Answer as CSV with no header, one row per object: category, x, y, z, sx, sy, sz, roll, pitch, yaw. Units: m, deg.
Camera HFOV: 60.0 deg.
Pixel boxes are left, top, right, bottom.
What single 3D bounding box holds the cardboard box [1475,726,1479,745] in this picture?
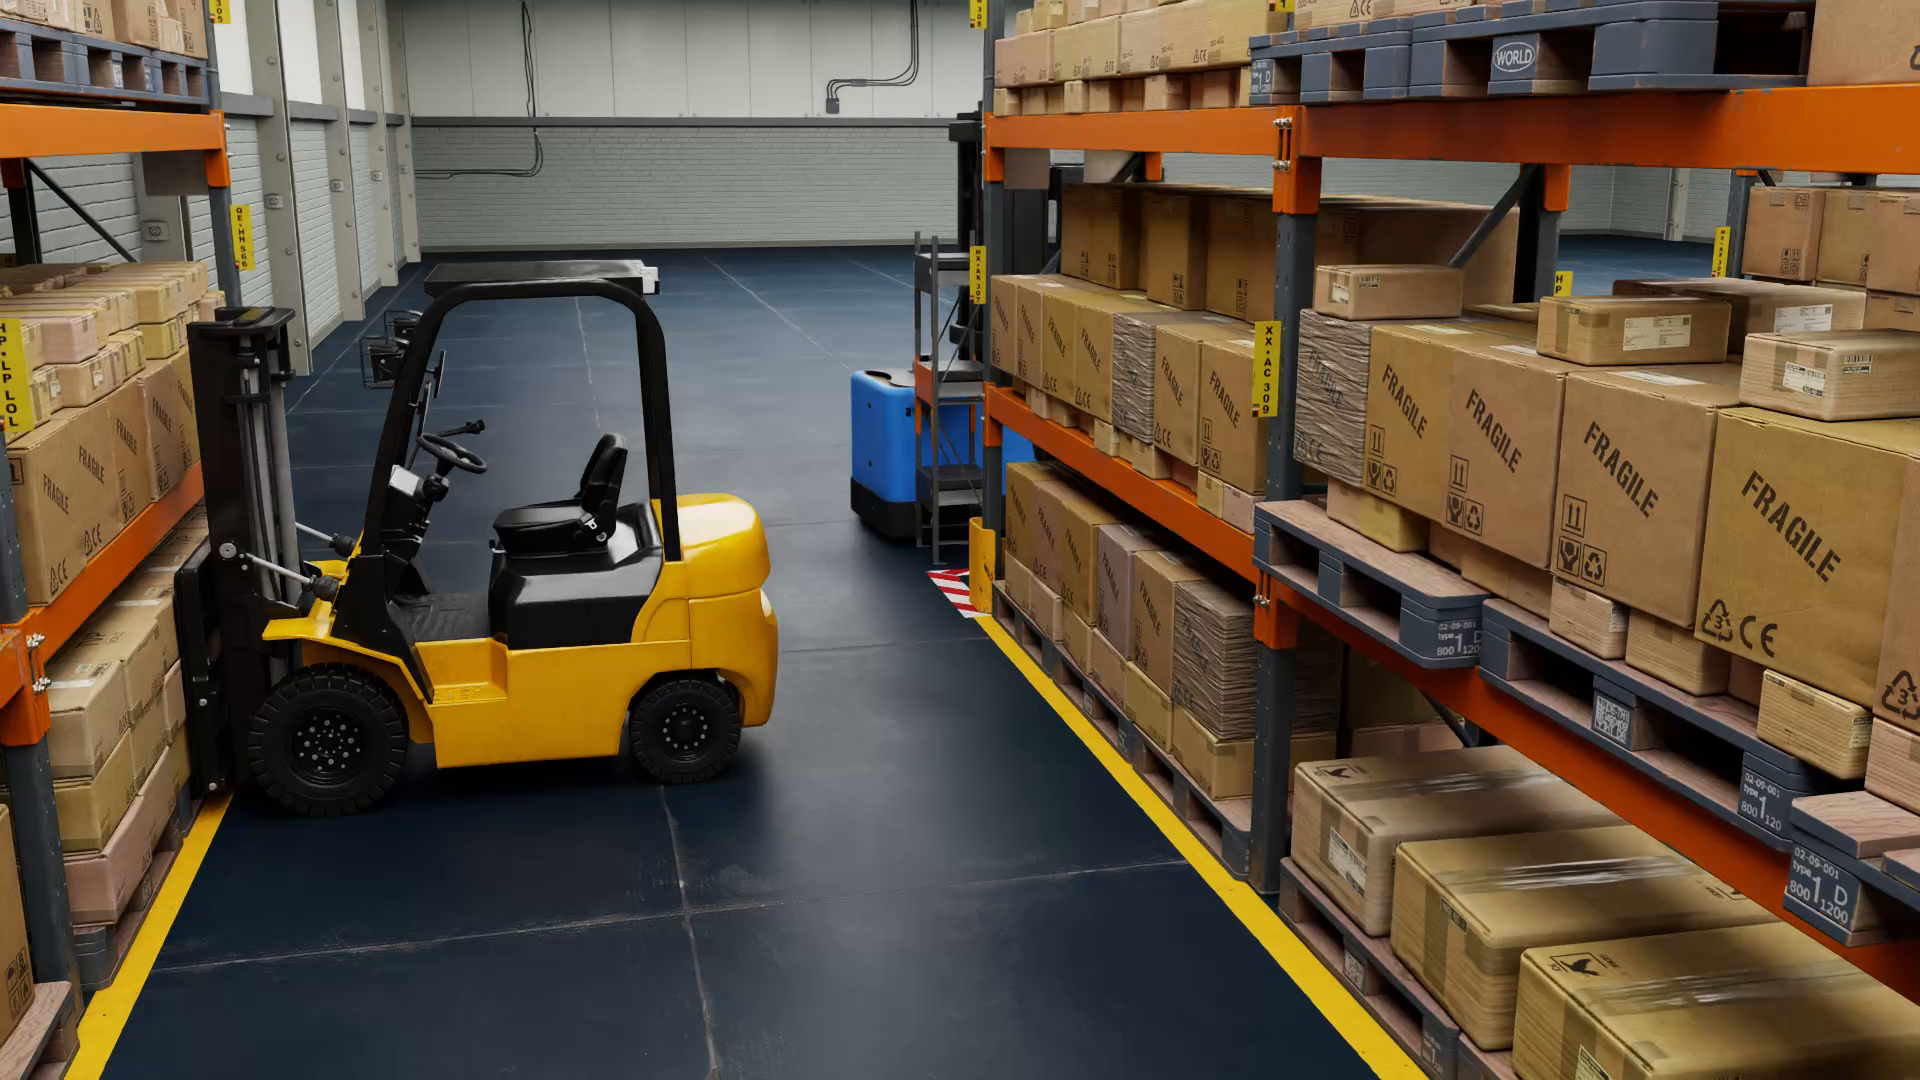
cardboard box,2.643,0.698,7.512,0.500,0.500,0.500,7,15,26

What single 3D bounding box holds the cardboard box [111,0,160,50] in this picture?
cardboard box,-3.708,-2.265,6.753,0.700,0.500,0.500,-3,14,-13

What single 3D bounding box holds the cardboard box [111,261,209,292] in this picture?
cardboard box,-3.903,-1.275,8.120,0.380,0.149,0.250,-3,14,-13

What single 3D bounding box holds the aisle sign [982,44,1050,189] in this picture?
aisle sign,0.316,-2.375,9.350,0.394,0.787,0.004,-3,14,-13

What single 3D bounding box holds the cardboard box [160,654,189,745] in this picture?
cardboard box,-3.293,0.613,6.454,0.500,0.250,0.500,-3,14,-14

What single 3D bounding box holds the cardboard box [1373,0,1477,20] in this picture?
cardboard box,1.439,-1.506,4.384,0.500,0.250,0.500,-3,14,-14

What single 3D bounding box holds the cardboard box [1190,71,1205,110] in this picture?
cardboard box,1.130,-1.765,6.541,0.380,0.149,0.250,-4,14,-15

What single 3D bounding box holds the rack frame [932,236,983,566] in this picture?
rack frame,0.022,-0.867,10.552,0.400,2.100,0.015,-3,14,-14

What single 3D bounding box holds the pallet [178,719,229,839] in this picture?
pallet,-3.689,0.972,7.003,1.003,0.211,1.213,-3,14,-13

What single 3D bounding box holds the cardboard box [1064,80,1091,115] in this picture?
cardboard box,0.702,-2.058,7.738,0.380,0.149,0.250,-3,14,-13

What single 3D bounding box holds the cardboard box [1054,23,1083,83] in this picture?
cardboard box,0.745,-2.278,7.802,0.500,0.250,0.500,-3,14,-12

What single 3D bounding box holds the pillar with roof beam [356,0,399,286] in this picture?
pillar with roof beam,-6.356,-9.317,30.604,9.100,9.000,0.400,-3,14,-13

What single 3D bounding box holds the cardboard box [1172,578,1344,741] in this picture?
cardboard box,1.172,0.454,6.579,0.500,0.500,0.500,-3,14,-14

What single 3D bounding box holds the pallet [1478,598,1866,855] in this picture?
pallet,2.006,0.369,3.999,1.003,0.211,1.213,-3,14,-13

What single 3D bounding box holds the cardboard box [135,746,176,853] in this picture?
cardboard box,-3.179,0.971,6.042,0.500,0.250,0.500,-4,14,-14

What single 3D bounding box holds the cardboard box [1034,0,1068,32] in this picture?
cardboard box,0.577,-2.564,8.129,0.380,0.149,0.250,-3,14,-13

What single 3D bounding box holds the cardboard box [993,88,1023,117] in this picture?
cardboard box,0.394,-2.356,8.957,0.380,0.149,0.250,-3,14,-13

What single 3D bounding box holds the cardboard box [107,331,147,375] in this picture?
cardboard box,-3.415,-0.724,6.494,0.380,0.149,0.250,-4,14,-14

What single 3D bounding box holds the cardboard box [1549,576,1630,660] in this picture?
cardboard box,1.673,0.173,4.043,0.380,0.149,0.250,-3,14,-11

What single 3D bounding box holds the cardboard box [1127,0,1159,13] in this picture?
cardboard box,0.915,-2.271,6.932,0.380,0.149,0.250,-3,14,-13

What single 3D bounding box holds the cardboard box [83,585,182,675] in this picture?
cardboard box,-3.299,0.370,6.396,0.500,0.250,0.500,-3,14,-11

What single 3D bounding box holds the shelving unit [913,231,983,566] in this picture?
shelving unit,-0.038,-0.923,10.782,0.431,2.100,0.503,-3,14,-14

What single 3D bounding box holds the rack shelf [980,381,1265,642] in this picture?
rack shelf,1.102,-0.304,7.868,1.077,0.370,4.000,-3,14,-13

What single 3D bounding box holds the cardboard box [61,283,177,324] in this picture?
cardboard box,-3.506,-0.986,6.938,0.380,0.149,0.250,-3,14,-12

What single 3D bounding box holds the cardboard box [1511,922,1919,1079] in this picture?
cardboard box,2.034,1.327,4.327,0.950,0.372,0.625,-3,14,-11

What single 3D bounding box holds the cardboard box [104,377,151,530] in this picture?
cardboard box,-3.361,-0.316,6.190,0.500,0.500,0.500,-3,14,-14

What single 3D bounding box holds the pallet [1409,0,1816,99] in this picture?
pallet,1.860,-1.171,3.974,1.213,0.211,1.003,-3,14,-13

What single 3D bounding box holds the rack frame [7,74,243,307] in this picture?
rack frame,-4.192,-0.837,8.535,1.000,3.000,0.127,-3,14,-13

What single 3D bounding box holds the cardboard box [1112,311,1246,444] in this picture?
cardboard box,0.972,-0.712,7.183,0.500,0.500,0.500,-3,14,-12

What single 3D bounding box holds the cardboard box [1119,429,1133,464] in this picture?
cardboard box,0.927,-0.422,7.364,0.380,0.149,0.250,-4,14,-14

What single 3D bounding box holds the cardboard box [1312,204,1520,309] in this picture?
cardboard box,1.679,-0.985,6.193,0.700,0.500,0.500,-3,14,-14

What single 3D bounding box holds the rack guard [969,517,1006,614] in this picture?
rack guard,0.650,0.117,9.896,1.175,0.500,0.348,-3,14,-13

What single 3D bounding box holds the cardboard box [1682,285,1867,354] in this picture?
cardboard box,2.161,-0.590,4.434,0.380,0.149,0.250,-4,14,-16

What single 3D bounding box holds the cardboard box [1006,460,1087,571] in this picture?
cardboard box,0.559,-0.141,9.011,0.500,0.500,0.500,-4,14,-15

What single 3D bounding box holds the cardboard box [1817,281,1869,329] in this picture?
cardboard box,5.701,-1.278,10.023,0.875,0.550,0.550,-3,14,-13

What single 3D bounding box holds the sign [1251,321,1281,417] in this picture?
sign,1.046,-0.581,5.660,0.100,0.325,0.005,-3,14,-13

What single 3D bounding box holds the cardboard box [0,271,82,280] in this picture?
cardboard box,-4.216,-1.134,7.544,0.380,0.149,0.250,-3,14,-12

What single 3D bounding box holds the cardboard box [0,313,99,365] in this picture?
cardboard box,-3.217,-0.692,5.734,0.380,0.149,0.250,-3,14,-12

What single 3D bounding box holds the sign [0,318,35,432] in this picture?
sign,-2.727,-0.471,4.763,0.100,0.325,0.005,-3,14,-13

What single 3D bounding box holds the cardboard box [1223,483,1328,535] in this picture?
cardboard box,1.200,-0.127,6.157,0.380,0.149,0.250,-3,14,-14

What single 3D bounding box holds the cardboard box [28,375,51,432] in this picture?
cardboard box,-3.134,-0.426,5.274,0.380,0.149,0.250,-3,14,-12

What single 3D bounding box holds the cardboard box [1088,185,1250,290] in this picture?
cardboard box,1.076,-1.571,8.593,0.700,0.500,0.500,-3,14,-13

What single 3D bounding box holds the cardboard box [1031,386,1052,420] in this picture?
cardboard box,0.582,-0.719,8.578,0.380,0.149,0.250,-3,14,-12

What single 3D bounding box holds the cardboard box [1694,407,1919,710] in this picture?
cardboard box,1.882,0.009,3.347,0.500,0.500,0.500,-4,14,-17

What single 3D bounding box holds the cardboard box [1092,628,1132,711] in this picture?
cardboard box,0.922,0.578,7.649,0.500,0.250,0.500,-3,14,-12

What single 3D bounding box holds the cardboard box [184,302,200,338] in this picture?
cardboard box,-3.748,-1.016,7.689,0.380,0.149,0.250,-3,14,-12

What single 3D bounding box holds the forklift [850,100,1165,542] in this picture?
forklift,0.783,-1.599,11.796,3.031,2.935,1.130,-5,15,-19

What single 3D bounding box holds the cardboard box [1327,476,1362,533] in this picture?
cardboard box,1.394,-0.129,5.280,0.380,0.149,0.250,-3,14,-12

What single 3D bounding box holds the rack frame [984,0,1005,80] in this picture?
rack frame,0.632,-4.029,8.959,1.000,3.000,0.127,-3,14,-13
